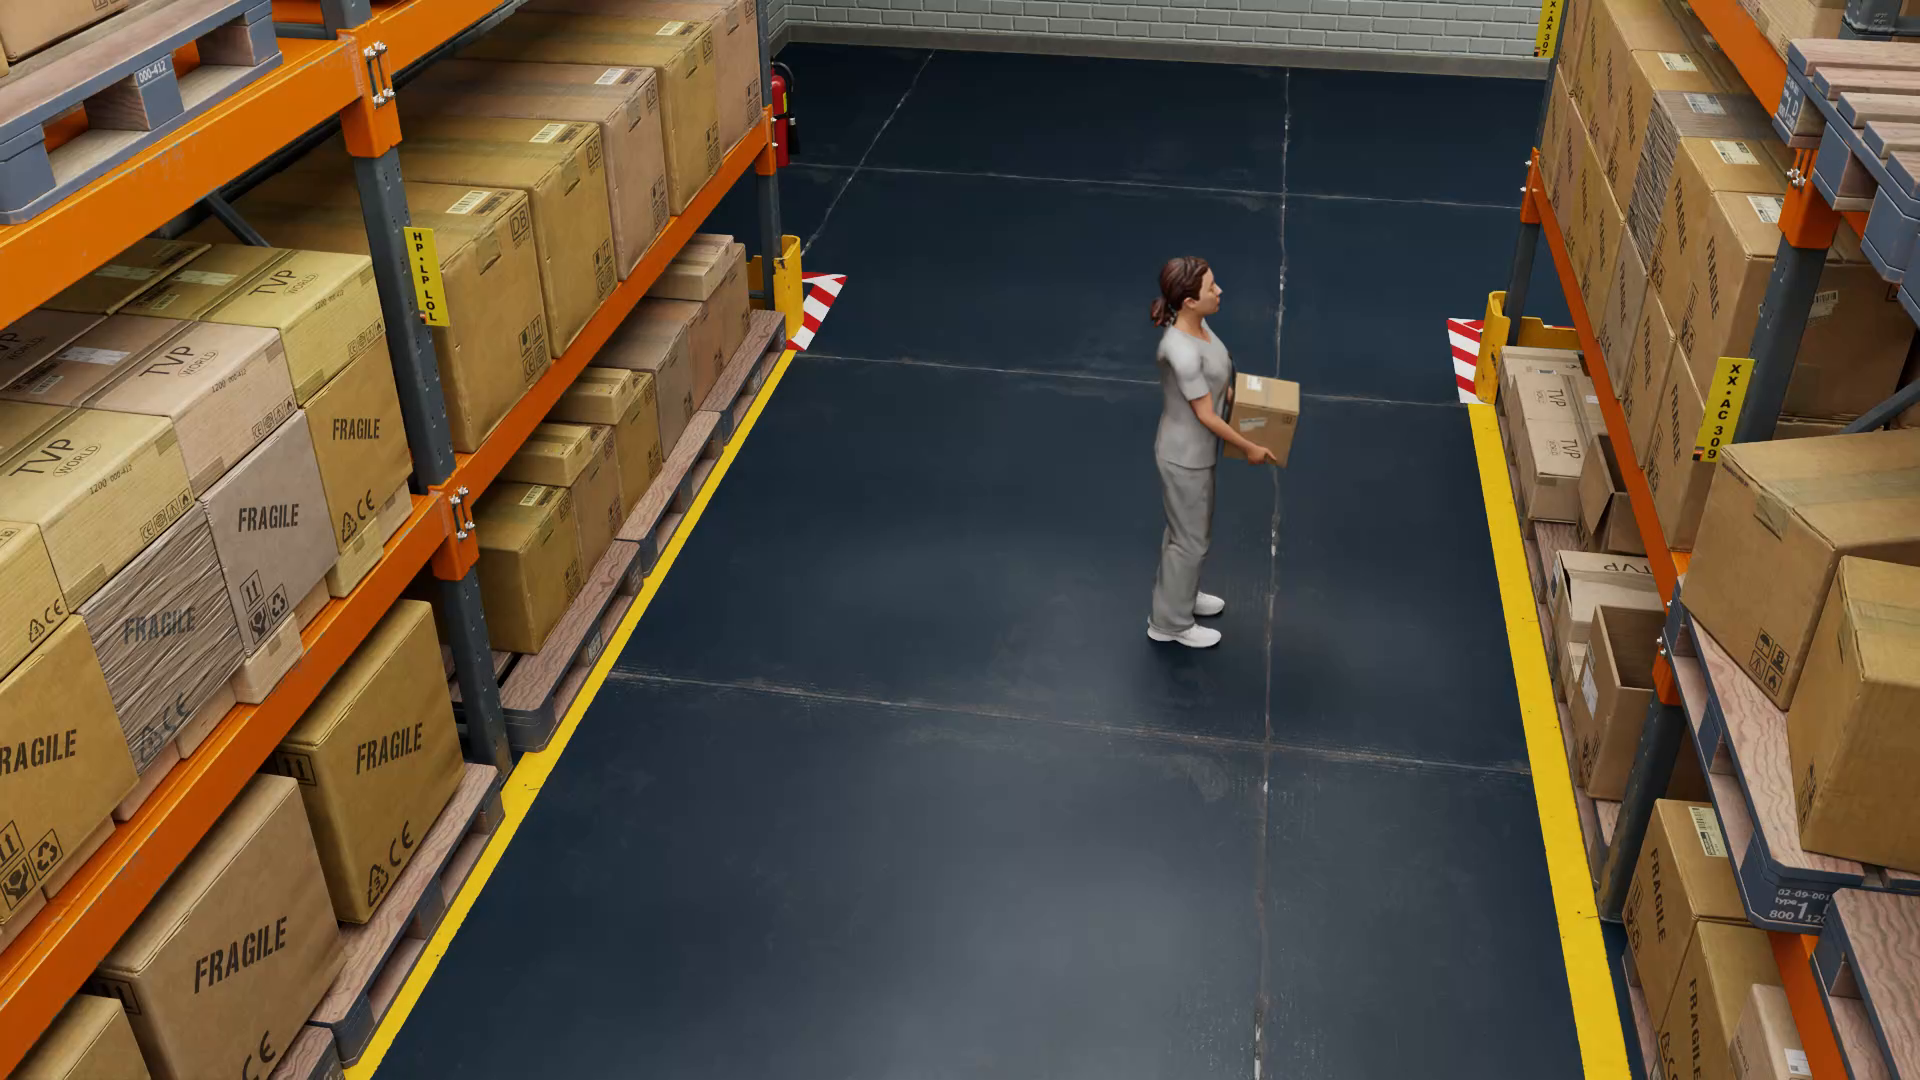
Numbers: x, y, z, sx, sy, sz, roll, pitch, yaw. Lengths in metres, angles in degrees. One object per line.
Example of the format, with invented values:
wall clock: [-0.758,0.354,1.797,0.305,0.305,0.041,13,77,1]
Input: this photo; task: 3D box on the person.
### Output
person: [0.991,-0.338,6.694,0.549,1.646,0.442,5,33,8]
